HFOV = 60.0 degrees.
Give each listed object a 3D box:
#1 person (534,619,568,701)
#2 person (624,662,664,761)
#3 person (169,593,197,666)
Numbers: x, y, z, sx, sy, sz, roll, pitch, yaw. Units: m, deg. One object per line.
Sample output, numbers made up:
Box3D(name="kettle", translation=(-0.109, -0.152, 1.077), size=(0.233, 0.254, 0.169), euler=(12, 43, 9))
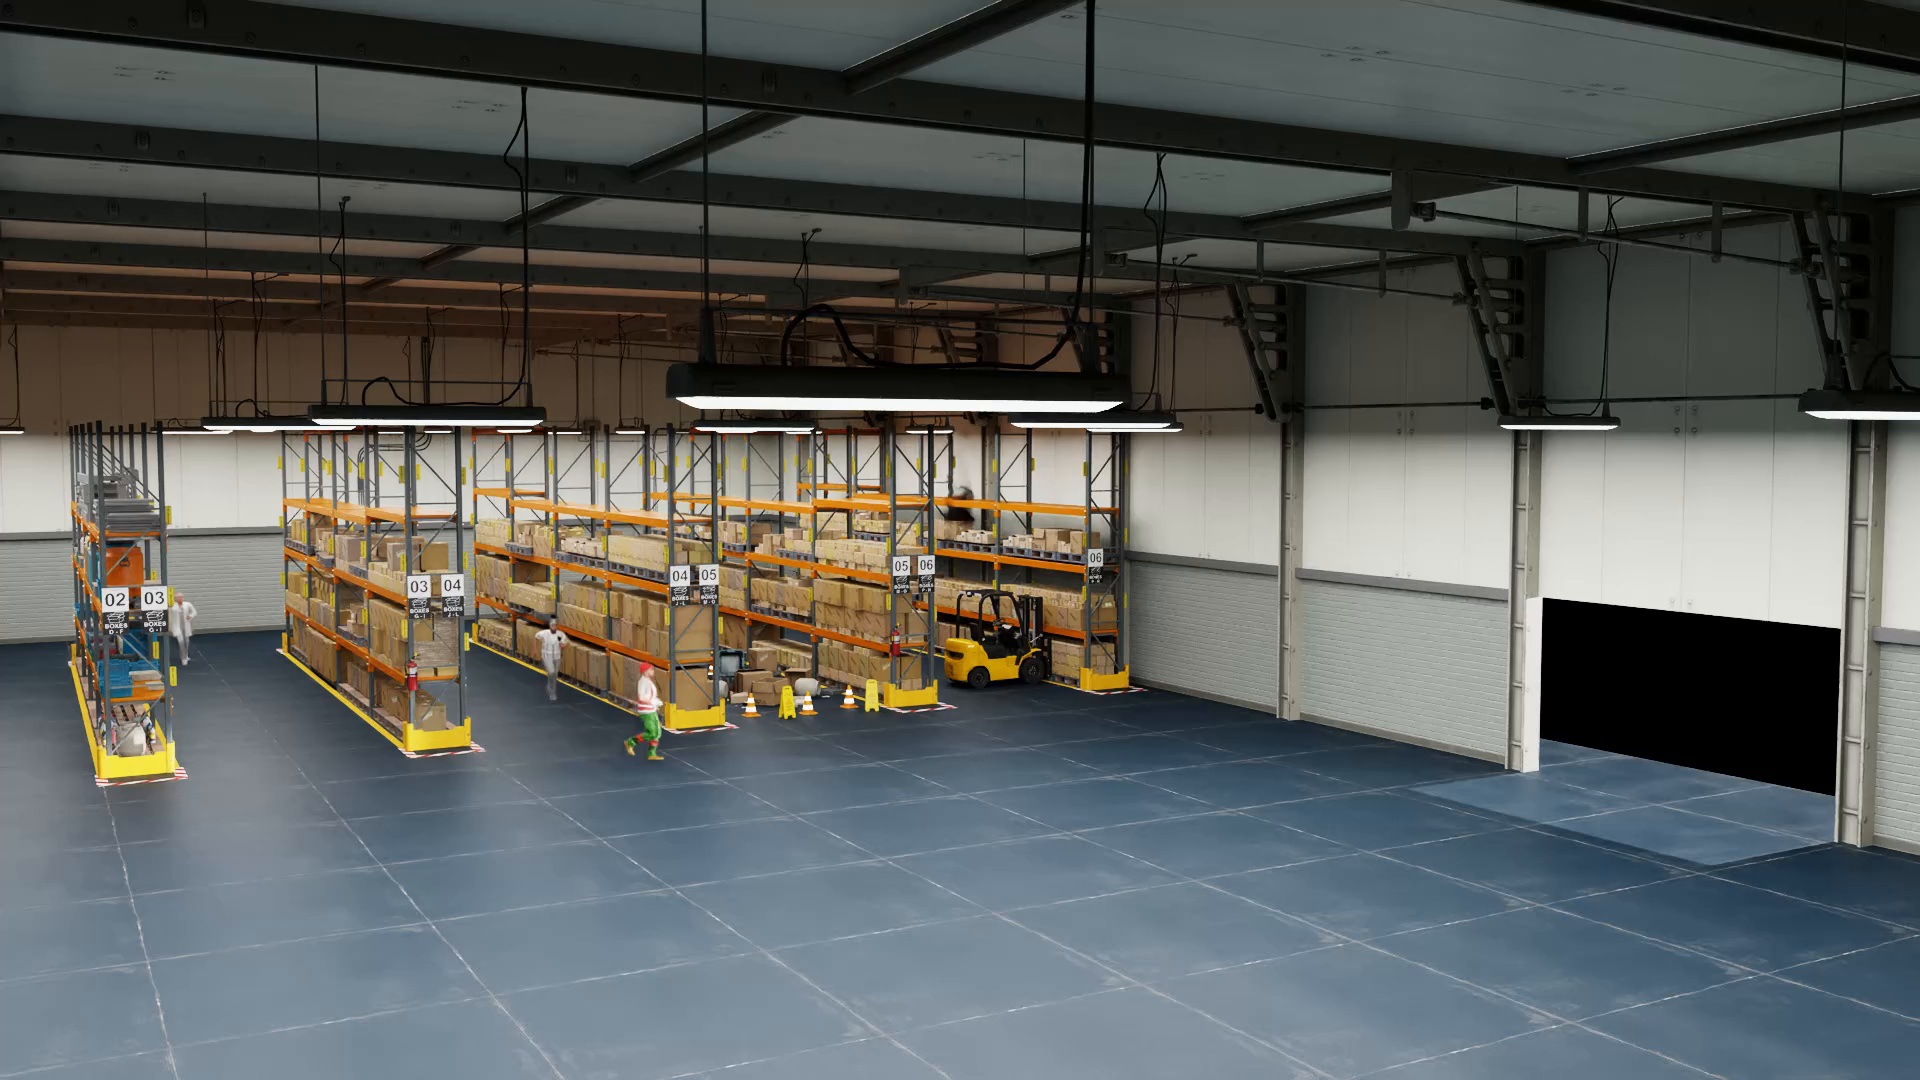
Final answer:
Box3D(name="person", translation=(-8.926, 2.609, 36.336), size=(0.686, 1.828, 0.875), euler=(-2, 4, -28))
Box3D(name="person", translation=(-5.569, 3.032, 29.377), size=(0.714, 1.749, 0.653), euler=(0, 4, 0))
Box3D(name="person", translation=(-19.692, 2.238, 42.020), size=(0.774, 1.810, 0.906), euler=(-3, 4, -36))
